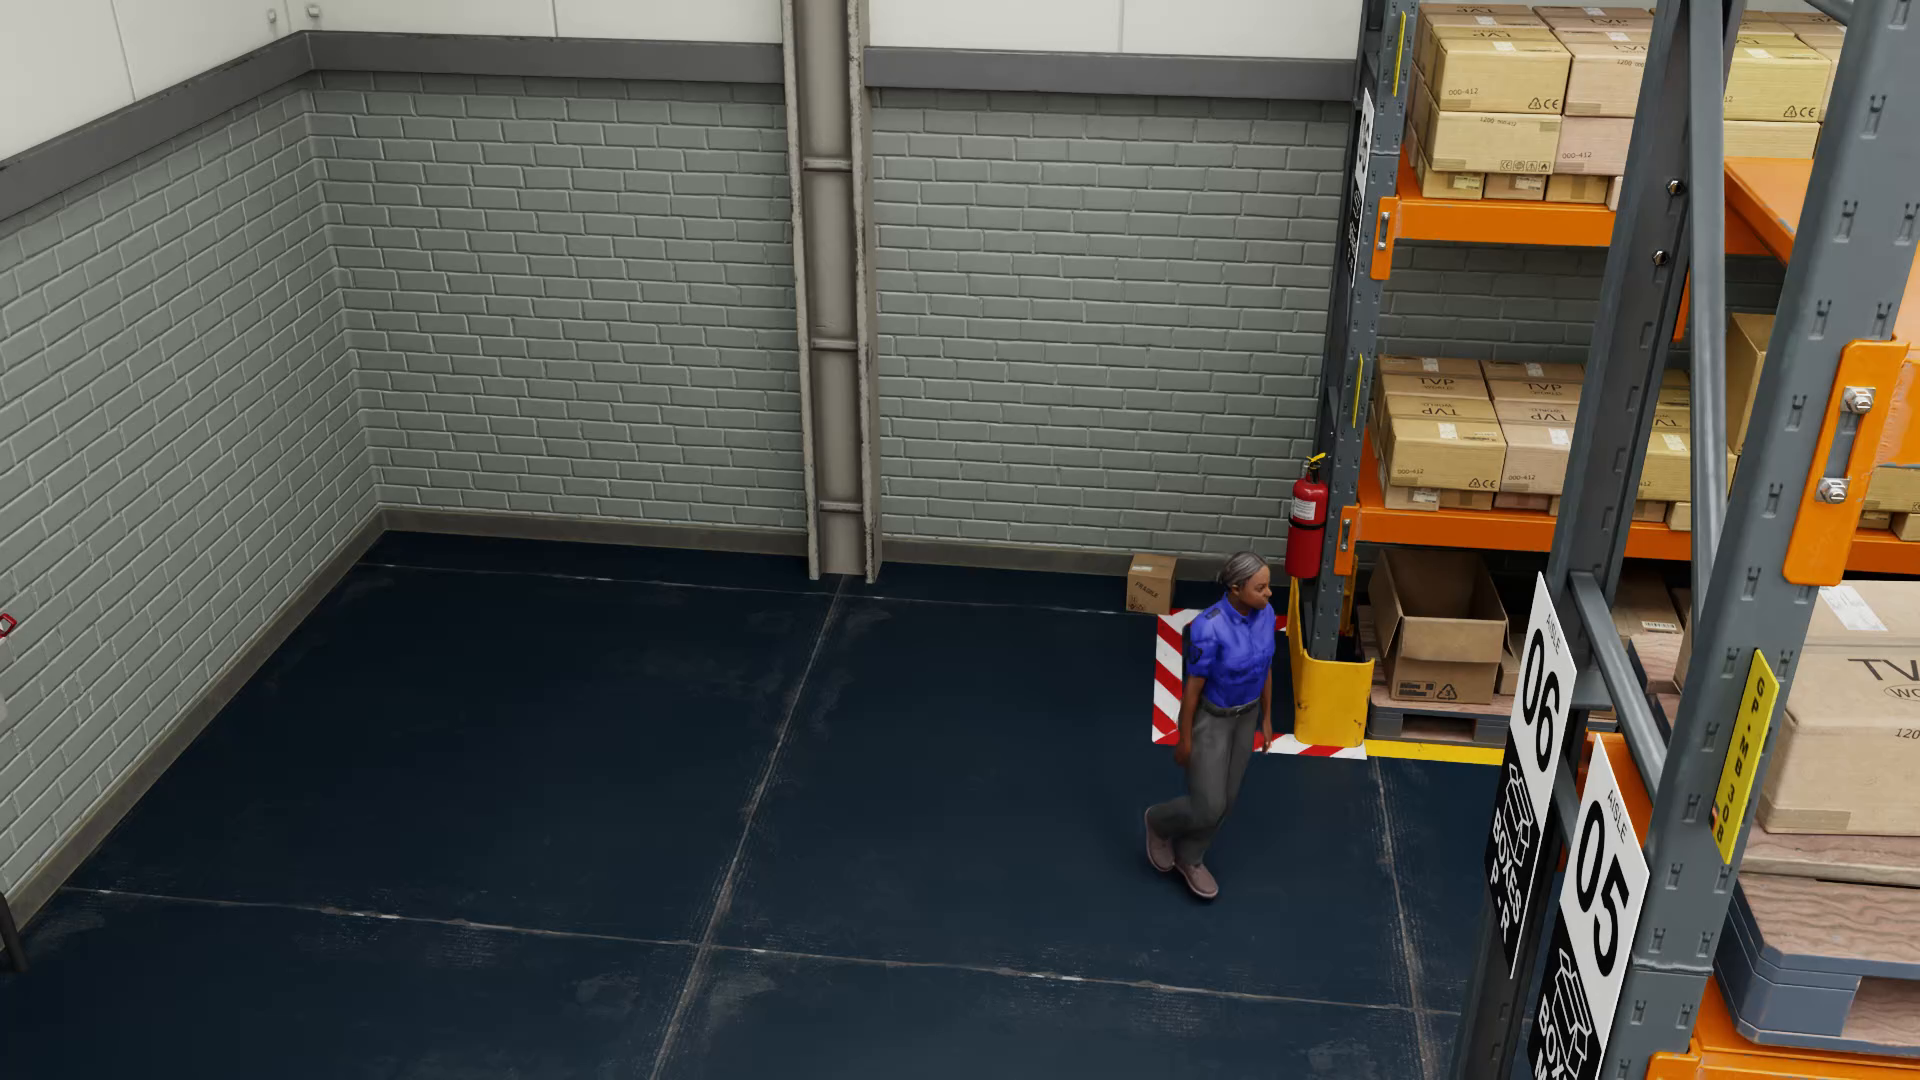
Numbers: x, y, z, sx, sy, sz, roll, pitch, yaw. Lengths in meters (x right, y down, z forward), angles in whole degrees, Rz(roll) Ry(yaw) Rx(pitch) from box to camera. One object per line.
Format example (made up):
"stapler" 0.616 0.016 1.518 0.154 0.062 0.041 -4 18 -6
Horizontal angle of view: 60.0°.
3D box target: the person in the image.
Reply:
"person" 1.104 0.780 7.163 0.502 1.635 0.477 -19 34 -31
